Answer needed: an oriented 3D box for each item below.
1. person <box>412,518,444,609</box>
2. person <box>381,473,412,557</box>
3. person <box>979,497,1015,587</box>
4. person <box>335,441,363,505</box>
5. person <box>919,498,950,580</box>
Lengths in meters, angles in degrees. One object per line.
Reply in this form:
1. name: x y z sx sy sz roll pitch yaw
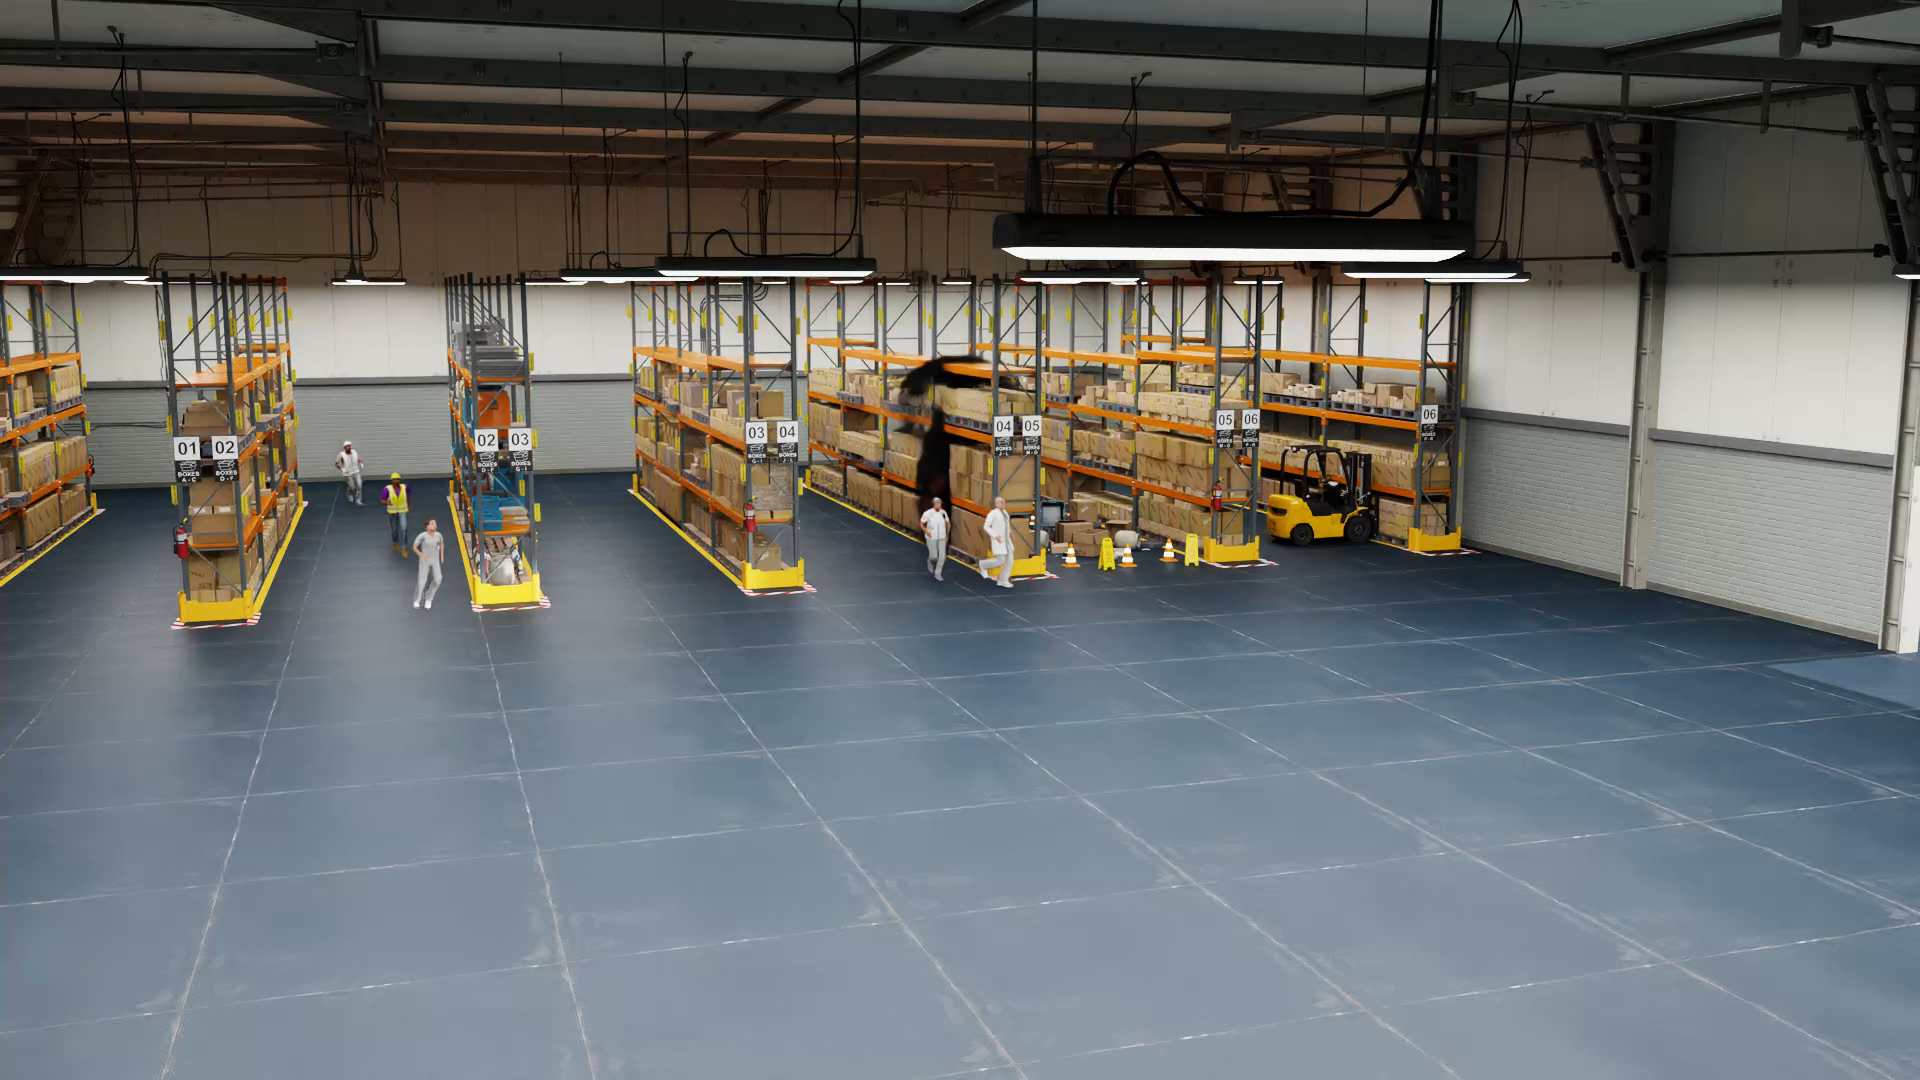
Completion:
1. person: -9.533 0.412 29.953 0.625 1.636 0.638 -7 11 -37
2. person: -12.173 -0.587 35.942 0.640 1.763 0.890 -3 9 -19
3. person: 0.750 0.028 32.215 0.790 1.742 0.720 7 11 39
4. person: -16.169 -1.765 44.087 0.654 1.722 0.710 8 12 43
5. person: -0.486 -0.032 32.998 0.618 1.639 0.532 -3 9 -17
